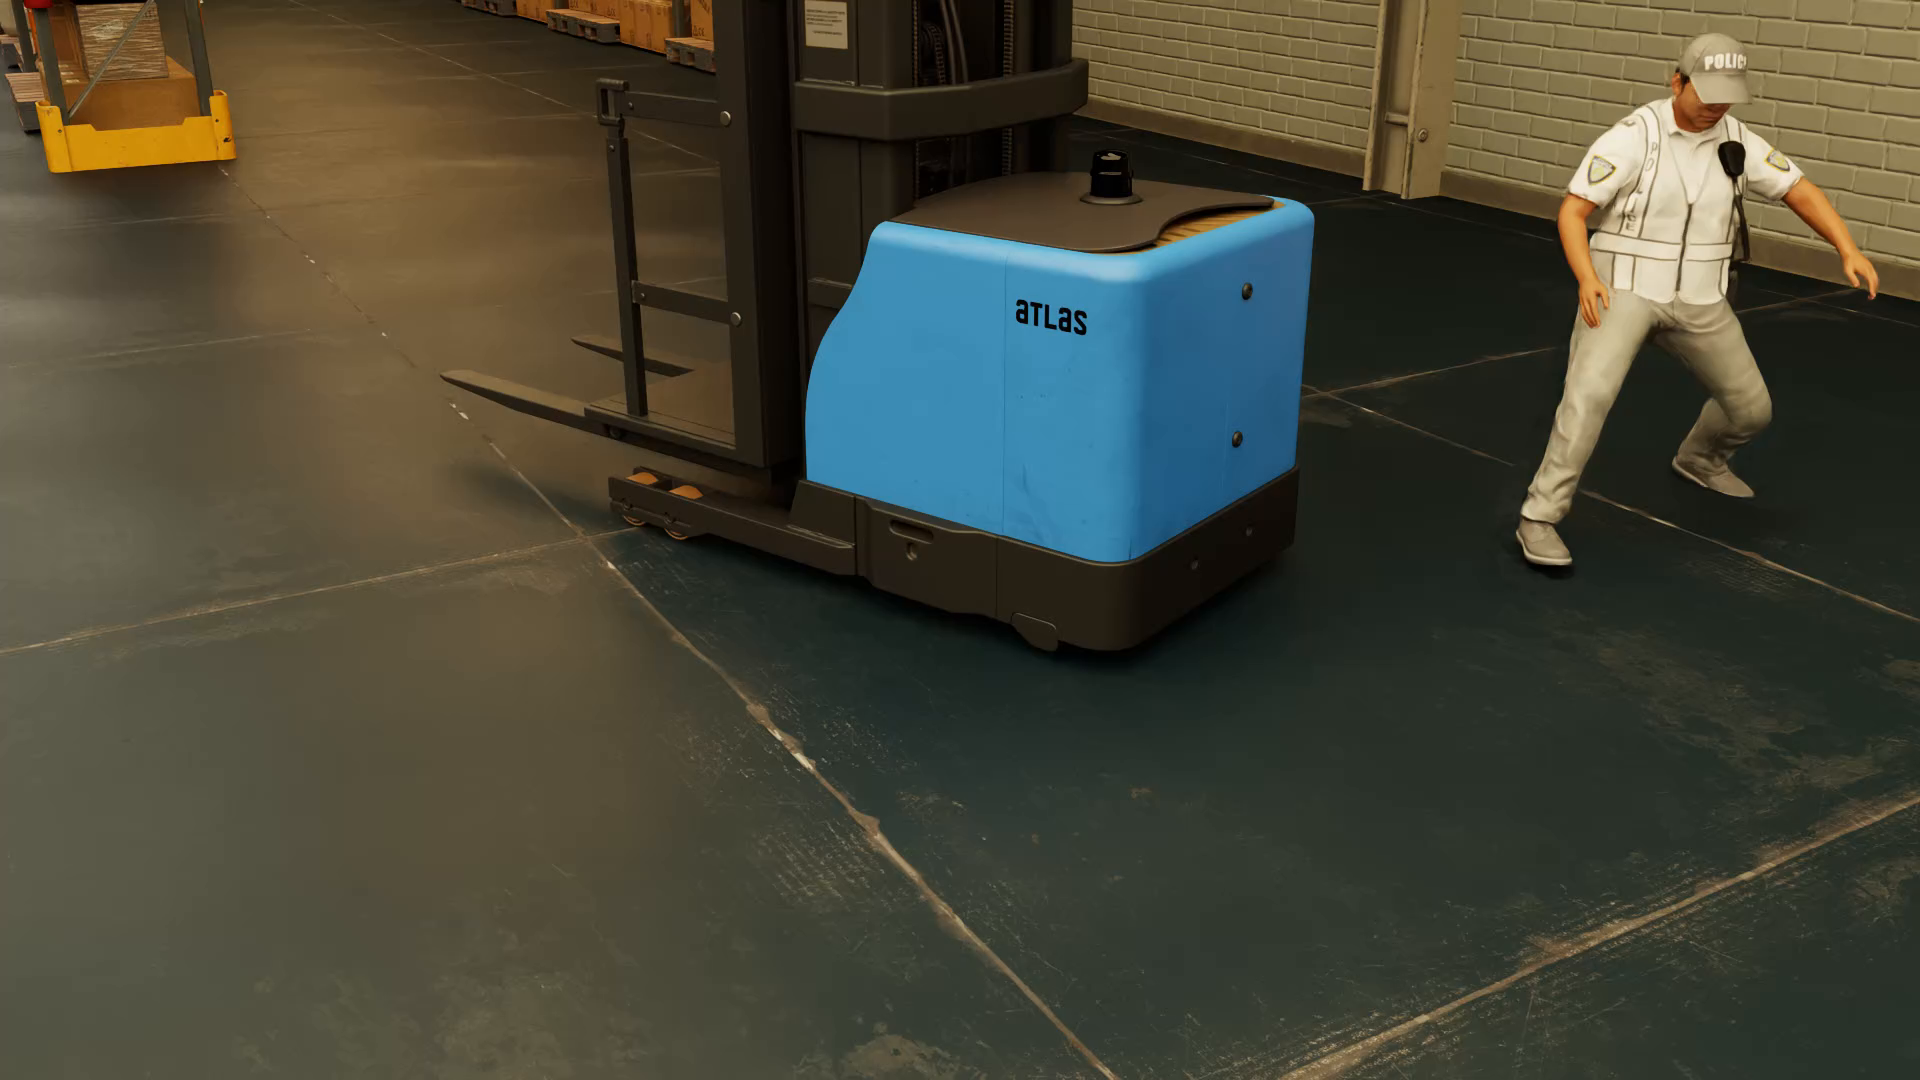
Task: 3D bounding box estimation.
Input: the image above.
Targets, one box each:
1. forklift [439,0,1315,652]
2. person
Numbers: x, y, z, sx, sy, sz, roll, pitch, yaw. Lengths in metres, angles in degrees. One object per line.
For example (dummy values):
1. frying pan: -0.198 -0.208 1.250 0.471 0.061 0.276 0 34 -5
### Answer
1. forklift: -0.481 -1.497 4.922 3.031 2.935 1.130 16 27 34
2. person: 2.155 -0.726 4.996 0.976 1.519 0.910 0 22 -1
